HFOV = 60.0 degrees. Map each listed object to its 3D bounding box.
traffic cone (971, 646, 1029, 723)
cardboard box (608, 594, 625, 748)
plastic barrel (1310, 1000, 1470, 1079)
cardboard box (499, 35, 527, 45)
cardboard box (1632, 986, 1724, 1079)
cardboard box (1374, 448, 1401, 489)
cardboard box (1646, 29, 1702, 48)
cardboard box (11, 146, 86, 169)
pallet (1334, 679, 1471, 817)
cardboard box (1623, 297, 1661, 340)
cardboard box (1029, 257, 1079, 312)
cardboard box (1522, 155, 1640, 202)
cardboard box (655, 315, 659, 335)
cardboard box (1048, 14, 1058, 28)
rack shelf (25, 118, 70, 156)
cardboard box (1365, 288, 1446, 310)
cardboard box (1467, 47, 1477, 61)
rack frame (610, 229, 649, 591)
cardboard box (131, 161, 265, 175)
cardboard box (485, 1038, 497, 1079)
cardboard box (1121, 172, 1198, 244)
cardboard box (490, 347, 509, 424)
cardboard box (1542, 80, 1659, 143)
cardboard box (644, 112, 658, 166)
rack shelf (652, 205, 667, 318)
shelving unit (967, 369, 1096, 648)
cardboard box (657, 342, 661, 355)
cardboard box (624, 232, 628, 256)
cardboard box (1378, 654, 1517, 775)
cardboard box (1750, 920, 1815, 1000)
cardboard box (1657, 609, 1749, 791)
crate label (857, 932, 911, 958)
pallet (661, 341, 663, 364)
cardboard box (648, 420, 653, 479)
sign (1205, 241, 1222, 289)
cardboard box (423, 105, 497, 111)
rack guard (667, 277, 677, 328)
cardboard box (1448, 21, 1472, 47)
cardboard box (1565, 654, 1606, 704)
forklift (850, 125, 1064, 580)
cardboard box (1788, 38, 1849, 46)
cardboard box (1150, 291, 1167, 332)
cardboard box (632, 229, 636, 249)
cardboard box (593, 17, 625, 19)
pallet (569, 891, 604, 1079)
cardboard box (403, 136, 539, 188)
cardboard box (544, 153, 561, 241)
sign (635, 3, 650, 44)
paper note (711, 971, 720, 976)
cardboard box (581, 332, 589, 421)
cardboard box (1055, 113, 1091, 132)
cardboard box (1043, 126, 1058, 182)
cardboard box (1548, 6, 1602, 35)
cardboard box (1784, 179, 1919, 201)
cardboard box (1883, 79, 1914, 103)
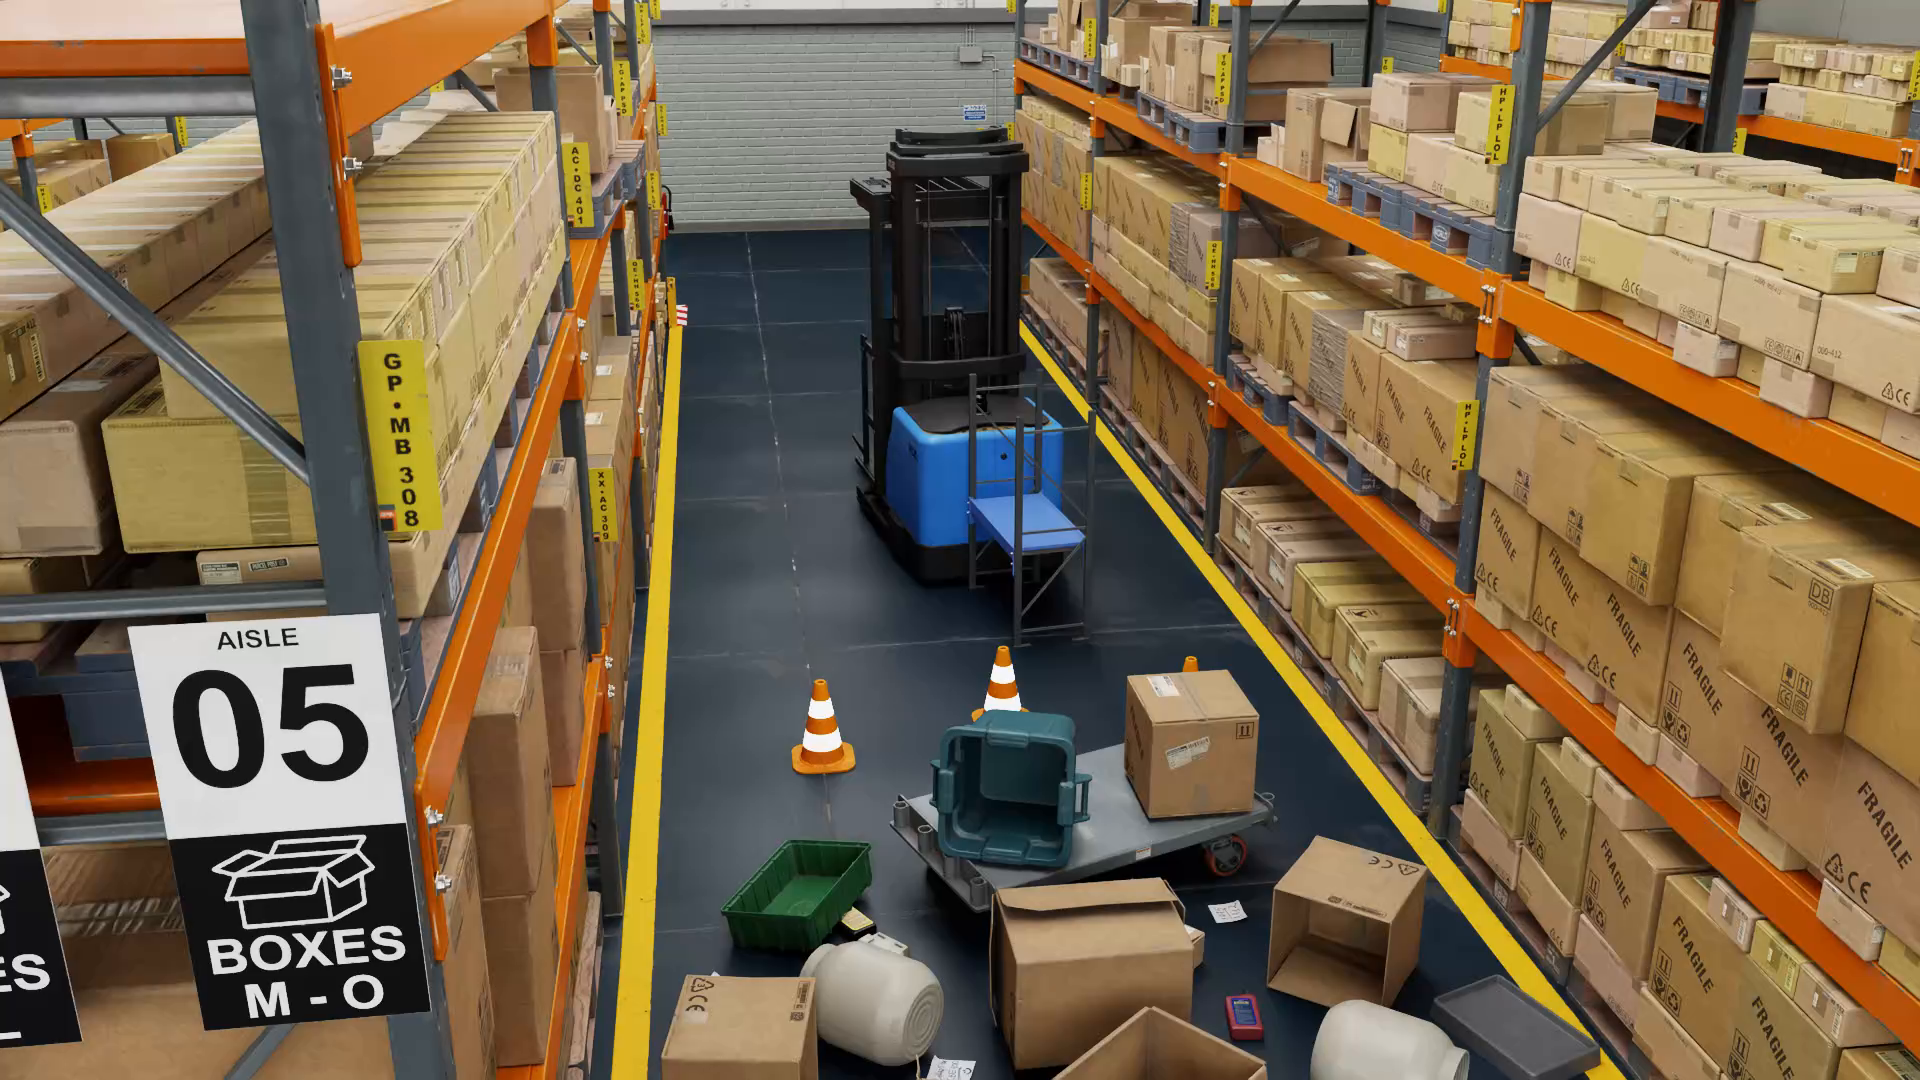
[{"bbox_3d":[0.245,0.820,9.360,0.336,0.463,0.334,-3,21,-8],"label":"traffic cone"},{"bbox_3d":[-2.357,0.637,8.838,1.050,0.750,0.750,-3,21,-8],"label":"cardboard box"},{"bbox_3d":[1.621,1.993,6.275,0.512,0.421,0.421,12,24,30],"label":"plastic barrel"},{"bbox_3d":[-3.141,-3.442,11.621,0.396,0.266,0.258,-3,21,-8],"label":"cardboard box"},{"bbox_3d":[2.886,1.889,6.200,0.500,0.250,0.500,-4,21,-10],"label":"cardboard box"},{"bbox_3d":[2.400,-0.383,8.713,0.380,0.149,0.250,-3,21,-9],"label":"cardboard box"},{"bbox_3d":[6.316,-4.438,14.714,0.380,0.149,0.250,-3,21,-7],"label":"cardboard box"},{"bbox_3d":[-8.741,-3.503,16.026,0.500,0.500,0.500,-3,21,-9],"label":"cardboard box"},{"bbox_3d":[2.726,1.077,9.031,1.003,0.211,1.213,-3,21,-8],"label":"pallet"},{"bbox_3d":[2.767,-0.865,6.316,0.380,0.149,0.250,-2,21,-6],"label":"cardboard box"},{"bbox_3d":[1.304,-2.888,18.723,0.875,0.438,0.875,-4,21,-10],"label":"cardboard box"},{"bbox_3d":[2.562,-1.496,6.866,0.380,0.149,0.250,-3,21,-9],"label":"cardboard box"},{"bbox_3d":[-3.124,-2.080,16.121,0.380,0.149,0.250,-2,21,-7],"label":"cardboard box"},{"bbox_3d":[1.264,-5.542,17.952,0.500,0.250,0.500,-5,21,-13],"label":"cardboard box"},{"bbox_3d":[-8.408,-3.991,15.355,1.077,0.370,4.000,-3,21,-8],"label":"rack shelf"},{"bbox_3d":[2.763,-1.231,10.058,0.500,0.500,0.500,-4,21,-11],"label":"cardboard box"},{"bbox_3d":[5.901,-5.442,18.573,0.380,0.149,0.250,-3,21,-7],"label":"cardboard box"},{"bbox_3d":[-2.620,-1.060,10.768,1.000,3.000,0.127,-3,21,-8],"label":"rack frame"},{"bbox_3d":[-2.143,-0.996,4.785,0.380,0.149,0.250,-3,21,-8],"label":"cardboard box"},{"bbox_3d":[-1.666,1.324,4.170,0.875,0.550,0.550,-3,21,-8],"label":"cardboard box"},{"bbox_3d":[1.636,-2.730,13.666,0.500,0.500,0.500,-3,21,-9],"label":"cardboard box"},{"bbox_3d":[-1.381,-0.393,4.311,0.380,0.149,0.250,-3,21,-8],"label":"cardboard box"},{"bbox_3d":[3.071,-2.120,8.219,0.500,0.250,0.500,-3,21,-9],"label":"cardboard box"},{"bbox_3d":[-3.304,-3.984,16.598,0.500,0.500,0.500,-2,21,-5],"label":"cardboard box"},{"bbox_3d":[-3.485,-2.801,16.456,1.077,0.370,4.000,-3,21,-8],"label":"rack shelf"},{"bbox_3d":[0.440,-0.226,10.677,0.538,1.500,1.048,-6,21,-15],"label":"shelving unit"},{"bbox_3d":[-3.159,-1.896,16.480,0.380,0.149,0.250,-3,21,-9],"label":"cardboard box"},{"bbox_3d":[-2.801,-2.315,13.036,0.380,0.149,0.250,-4,21,-10],"label":"cardboard box"},{"bbox_3d":[2.762,0.893,8.694,0.950,0.372,0.625,-3,21,-7],"label":"cardboard box"},{"bbox_3d":[2.891,1.386,5.549,0.380,0.149,0.250,-3,21,-7],"label":"cardboard box"},{"bbox_3d":[2.875,0.541,5.912,0.500,0.500,0.500,-3,21,-7],"label":"cardboard box"},{"bbox_3d":[-0.362,1.816,7.157,0.250,0.136,0.298,17,27,39],"label":"crate label"},{"bbox_3d":[-3.508,-1.793,16.715,1.003,0.211,1.213,-3,21,-8],"label":"pallet"},{"bbox_3d":[-2.624,-0.695,12.763,0.500,0.500,0.500,-3,21,-9],"label":"cardboard box"},{"bbox_3d":[1.715,-1.858,11.249,0.100,0.325,0.005,-3,21,-8],"label":"sign"},{"bbox_3d":[-2.661,-2.204,9.013,0.500,0.250,0.500,-2,21,-6],"label":"cardboard box"},{"bbox_3d":[-3.763,-2.633,18.551,1.175,0.500,0.348,-3,21,-8],"label":"rack guard"},{"bbox_3d":[5.815,-5.673,18.621,0.500,0.250,0.500,-3,21,-8],"label":"cardboard box"},{"bbox_3d":[2.725,0.546,6.827,0.380,0.149,0.250,-2,21,-6],"label":"cardboard box"},{"bbox_3d":[-0.170,-1.585,12.271,1.130,2.935,3.031,-6,21,-15],"label":"forklift"},{"bbox_3d":[7.005,-4.022,13.600,0.380,0.149,0.250,-2,21,-6],"label":"cardboard box"},{"bbox_3d":[1.788,-1.788,12.930,0.500,0.250,0.500,-3,21,-8],"label":"cardboard box"},{"bbox_3d":[-2.944,-2.536,14.052,0.380,0.149,0.250,-2,21,-6],"label":"cardboard box"},{"bbox_3d":[-3.090,-4.586,14.851,0.380,0.149,0.250,-4,21,-9],"label":"cardboard box"},{"bbox_3d":[-2.011,1.898,6.832,1.003,0.211,1.213,-3,21,-8],"label":"pallet"},{"bbox_3d":[-1.568,-1.208,5.354,0.380,0.149,0.250,-3,21,-7],"label":"cardboard box"},{"bbox_3d":[-1.719,-1.236,5.997,0.500,0.250,0.500,-3,21,-8],"label":"cardboard box"},{"bbox_3d":[-2.648,-4.306,13.870,0.100,0.325,0.005,-3,21,-8],"label":"sign"},{"bbox_3d":[-1.051,1.902,7.078,0.142,0.020,0.147,17,27,39],"label":"paper note"},{"bbox_3d":[-2.341,-0.890,8.740,0.700,0.500,0.500,-3,21,-8],"label":"cardboard box"},{"bbox_3d":[1.156,-4.170,16.594,0.380,0.149,0.250,-3,21,-8],"label":"cardboard box"},{"bbox_3d":[1.134,-3.920,16.854,0.500,0.500,0.500,-3,21,-8],"label":"cardboard box"},{"bbox_3d":[6.141,-5.204,16.649,0.500,0.250,0.500,-3,21,-7],"label":"cardboard box"},{"bbox_3d":[3.331,-1.258,6.230,0.380,0.149,0.250,-2,21,-6],"label":"cardboard box"},{"bbox_3d":[6.885,-3.229,11.932,0.380,0.149,0.250,-2,21,-7],"label":"cardboard box"}]
